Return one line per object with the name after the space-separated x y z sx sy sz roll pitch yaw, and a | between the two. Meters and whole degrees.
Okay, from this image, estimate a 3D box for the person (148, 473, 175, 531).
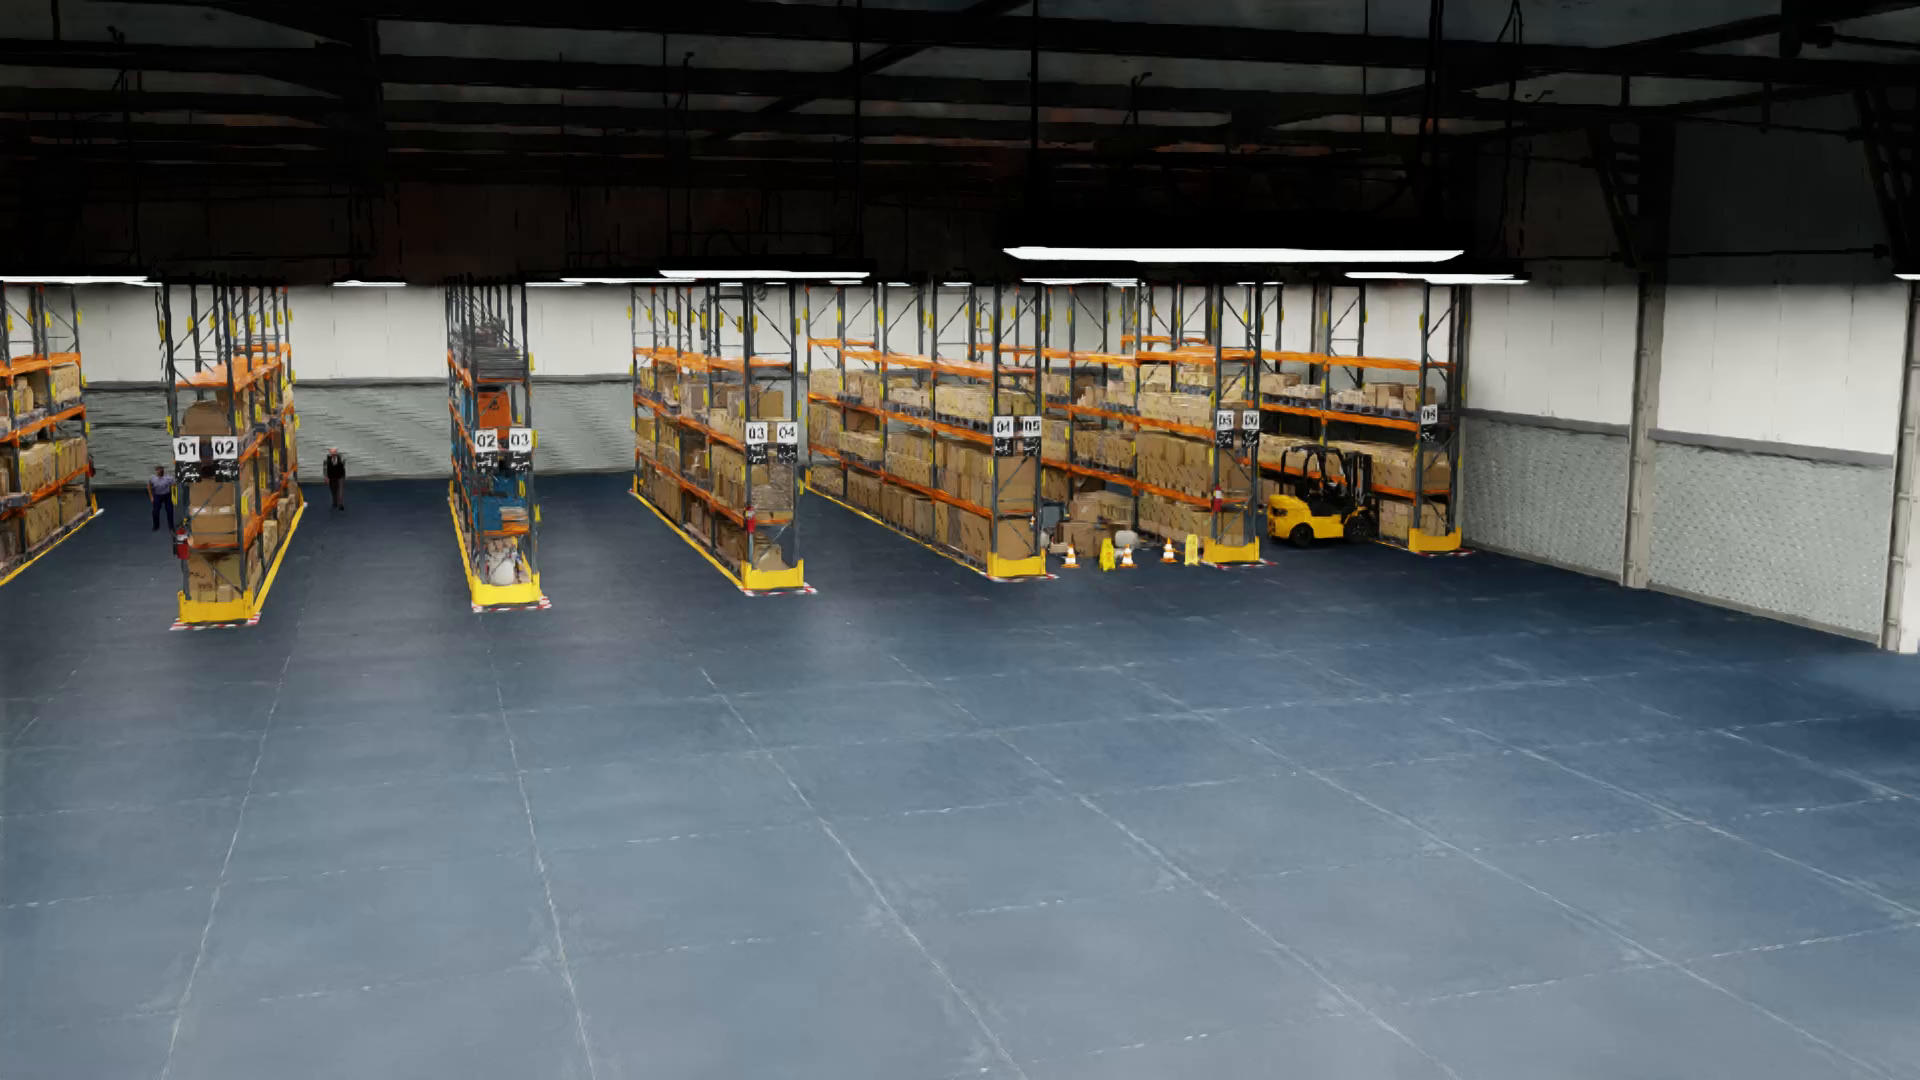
-18.949 -0.920 39.522 0.593 1.421 0.474 -3 9 -20 | person

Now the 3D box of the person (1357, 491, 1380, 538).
1.930 -1.524 42.529 13.266 1.714 14.250 -3 9 -20 | person

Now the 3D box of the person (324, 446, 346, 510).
-16.300 -1.636 43.372 0.543 1.647 1.115 -2 9 -16 | person
